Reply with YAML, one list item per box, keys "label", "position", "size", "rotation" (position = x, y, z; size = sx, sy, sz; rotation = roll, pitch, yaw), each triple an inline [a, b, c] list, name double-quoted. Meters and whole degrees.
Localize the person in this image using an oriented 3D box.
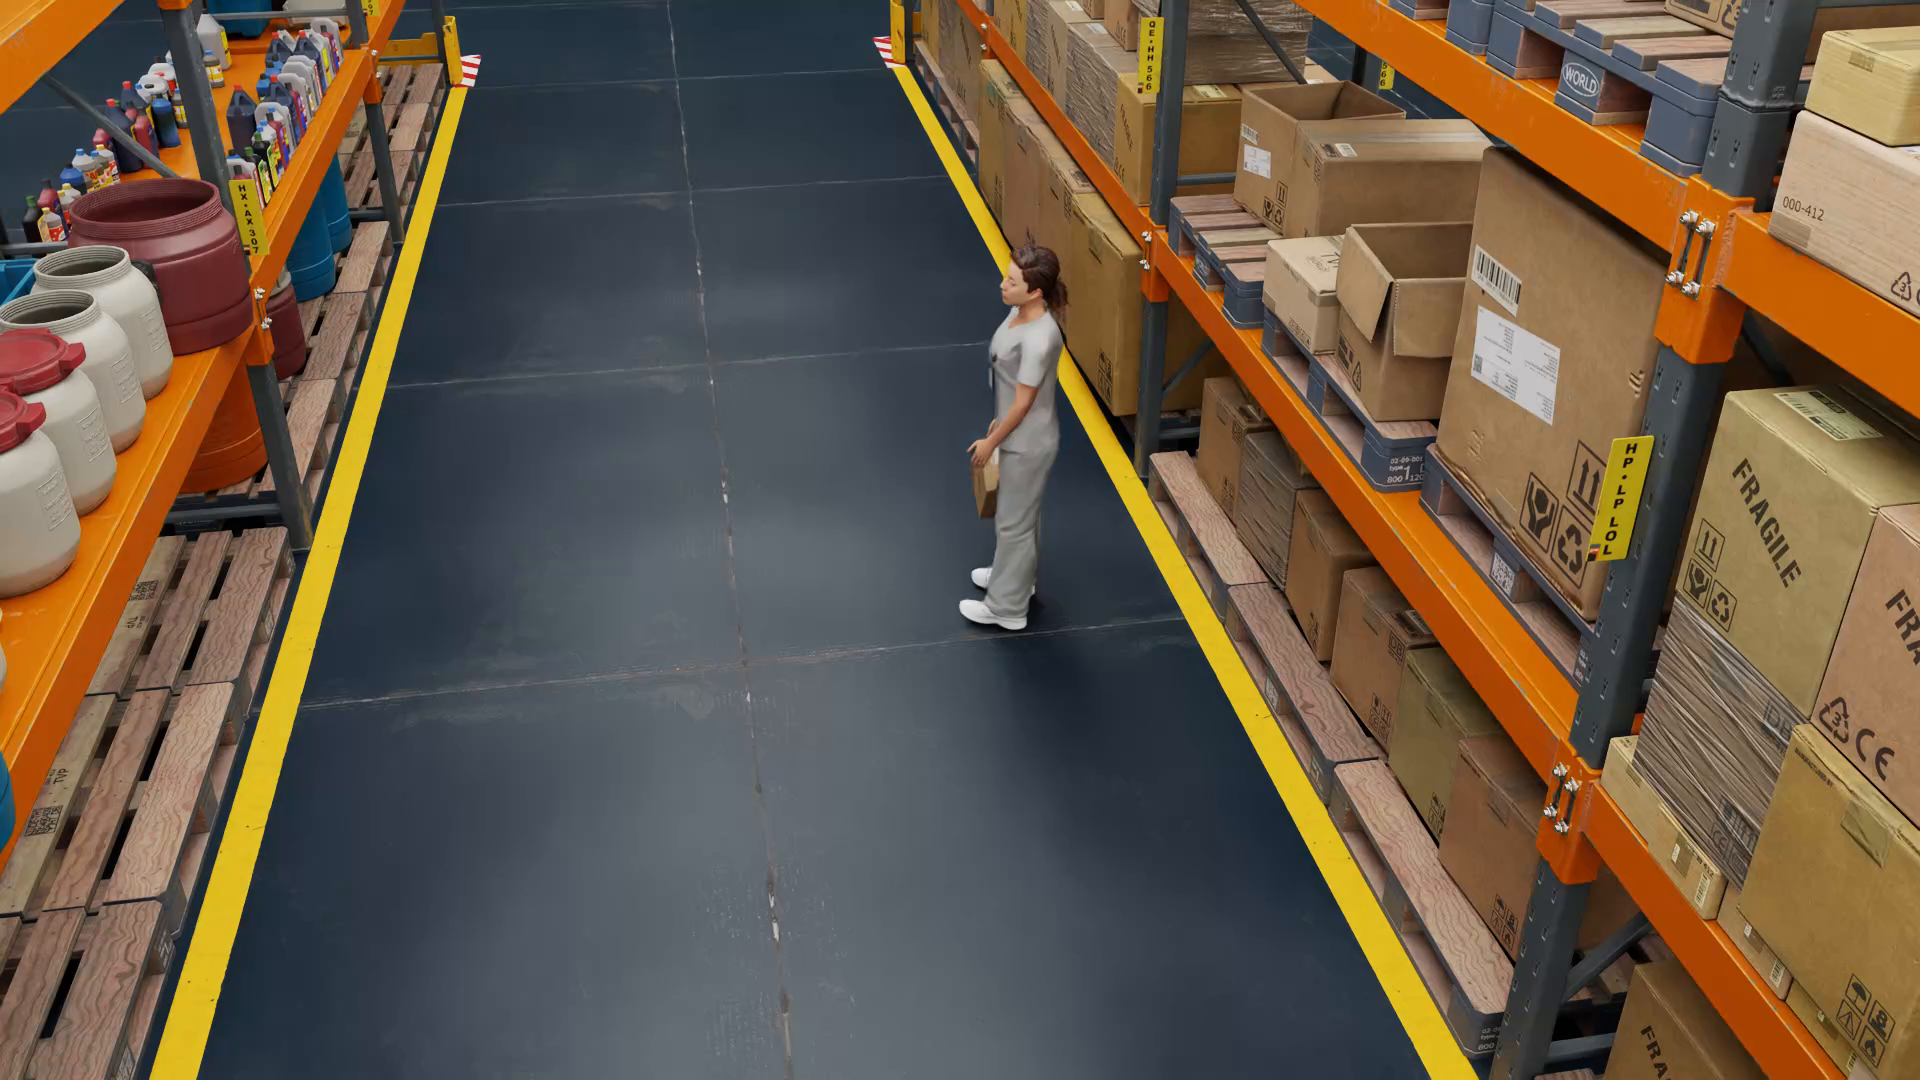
- label: "person"
  position: [0.213, -0.426, 6.809]
  size: [0.442, 1.684, 0.523]
  rotation: [-1, 31, -3]
